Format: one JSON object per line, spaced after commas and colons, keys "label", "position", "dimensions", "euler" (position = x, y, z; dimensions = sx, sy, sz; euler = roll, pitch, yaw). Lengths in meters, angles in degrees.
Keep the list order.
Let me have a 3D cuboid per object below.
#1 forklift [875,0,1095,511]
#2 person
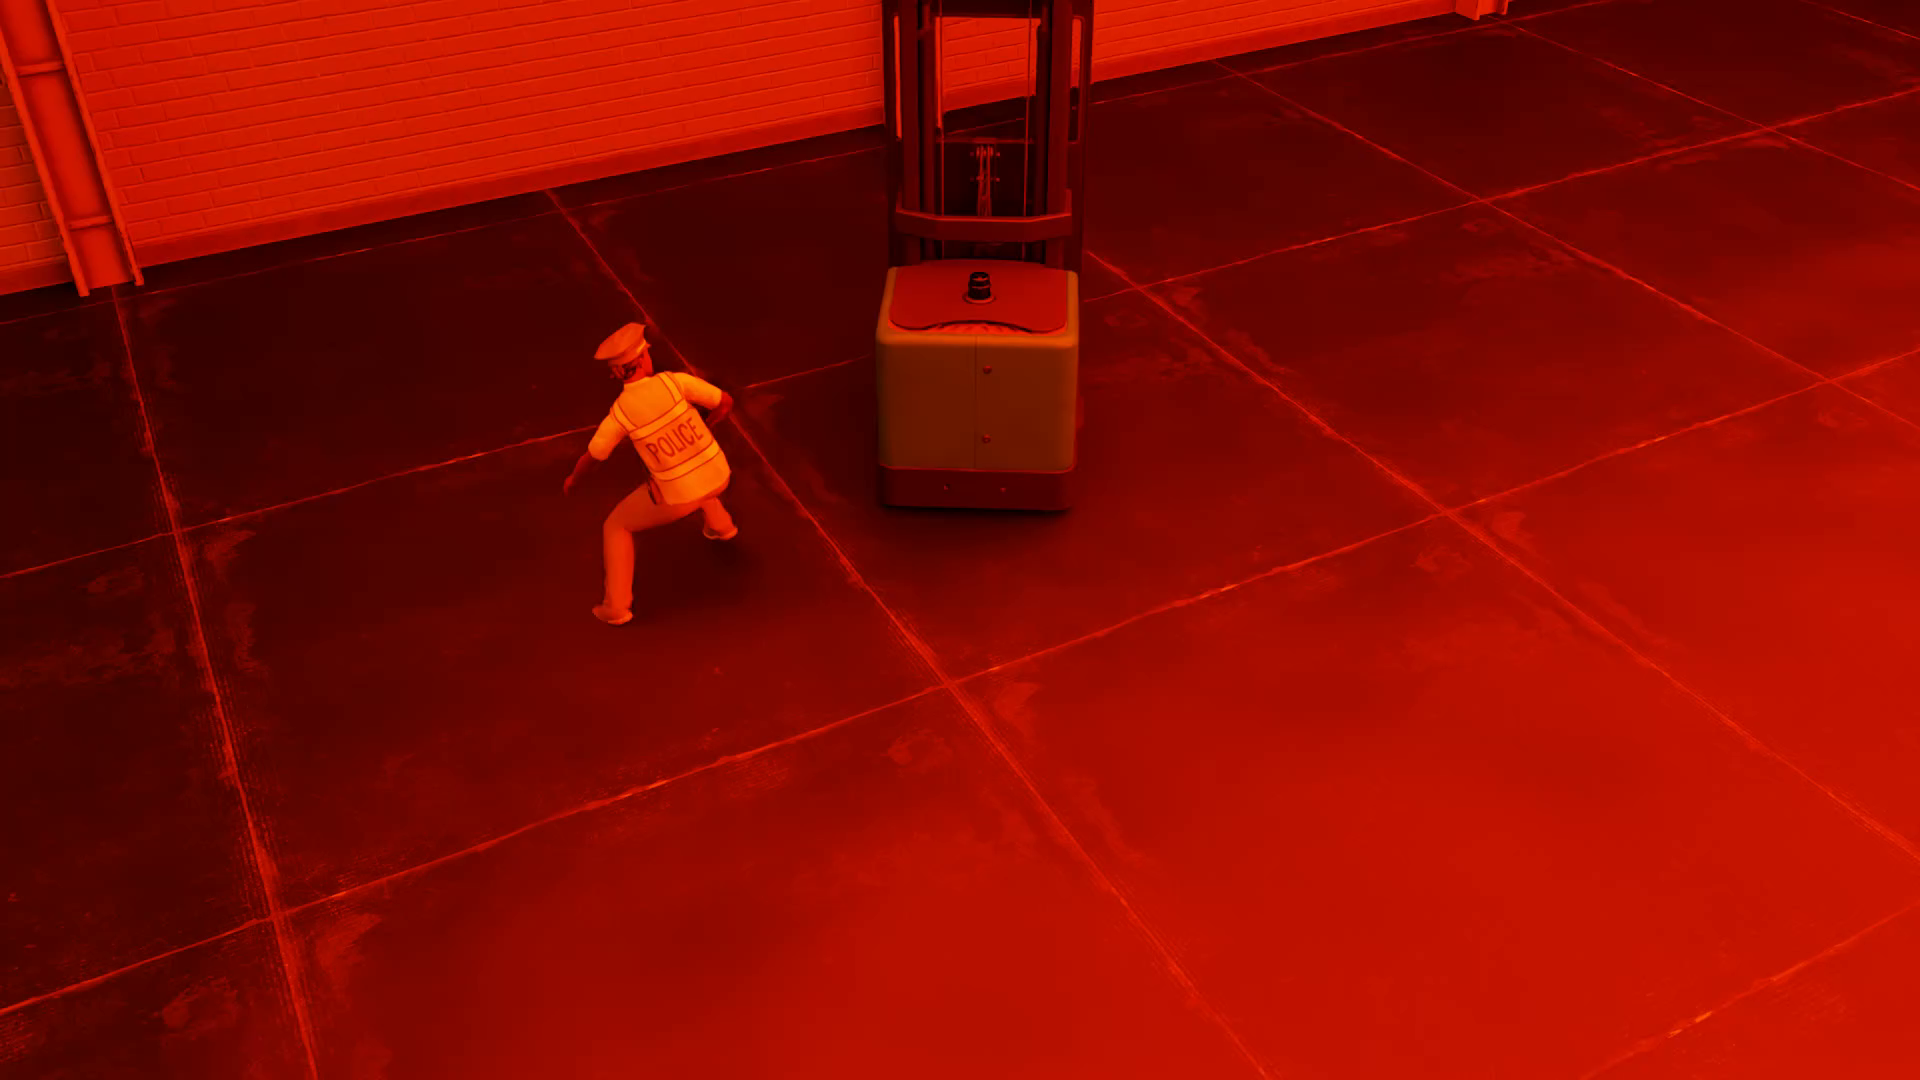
{"label": "forklift", "position": [0.156, -2.177, 9.203], "dimensions": [1.130, 2.935, 3.031], "euler": [2, 35, 2]}
{"label": "person", "position": [-1.469, -0.339, 7.955], "dimensions": [0.844, 1.471, 0.676], "euler": [-24, 42, -30]}
